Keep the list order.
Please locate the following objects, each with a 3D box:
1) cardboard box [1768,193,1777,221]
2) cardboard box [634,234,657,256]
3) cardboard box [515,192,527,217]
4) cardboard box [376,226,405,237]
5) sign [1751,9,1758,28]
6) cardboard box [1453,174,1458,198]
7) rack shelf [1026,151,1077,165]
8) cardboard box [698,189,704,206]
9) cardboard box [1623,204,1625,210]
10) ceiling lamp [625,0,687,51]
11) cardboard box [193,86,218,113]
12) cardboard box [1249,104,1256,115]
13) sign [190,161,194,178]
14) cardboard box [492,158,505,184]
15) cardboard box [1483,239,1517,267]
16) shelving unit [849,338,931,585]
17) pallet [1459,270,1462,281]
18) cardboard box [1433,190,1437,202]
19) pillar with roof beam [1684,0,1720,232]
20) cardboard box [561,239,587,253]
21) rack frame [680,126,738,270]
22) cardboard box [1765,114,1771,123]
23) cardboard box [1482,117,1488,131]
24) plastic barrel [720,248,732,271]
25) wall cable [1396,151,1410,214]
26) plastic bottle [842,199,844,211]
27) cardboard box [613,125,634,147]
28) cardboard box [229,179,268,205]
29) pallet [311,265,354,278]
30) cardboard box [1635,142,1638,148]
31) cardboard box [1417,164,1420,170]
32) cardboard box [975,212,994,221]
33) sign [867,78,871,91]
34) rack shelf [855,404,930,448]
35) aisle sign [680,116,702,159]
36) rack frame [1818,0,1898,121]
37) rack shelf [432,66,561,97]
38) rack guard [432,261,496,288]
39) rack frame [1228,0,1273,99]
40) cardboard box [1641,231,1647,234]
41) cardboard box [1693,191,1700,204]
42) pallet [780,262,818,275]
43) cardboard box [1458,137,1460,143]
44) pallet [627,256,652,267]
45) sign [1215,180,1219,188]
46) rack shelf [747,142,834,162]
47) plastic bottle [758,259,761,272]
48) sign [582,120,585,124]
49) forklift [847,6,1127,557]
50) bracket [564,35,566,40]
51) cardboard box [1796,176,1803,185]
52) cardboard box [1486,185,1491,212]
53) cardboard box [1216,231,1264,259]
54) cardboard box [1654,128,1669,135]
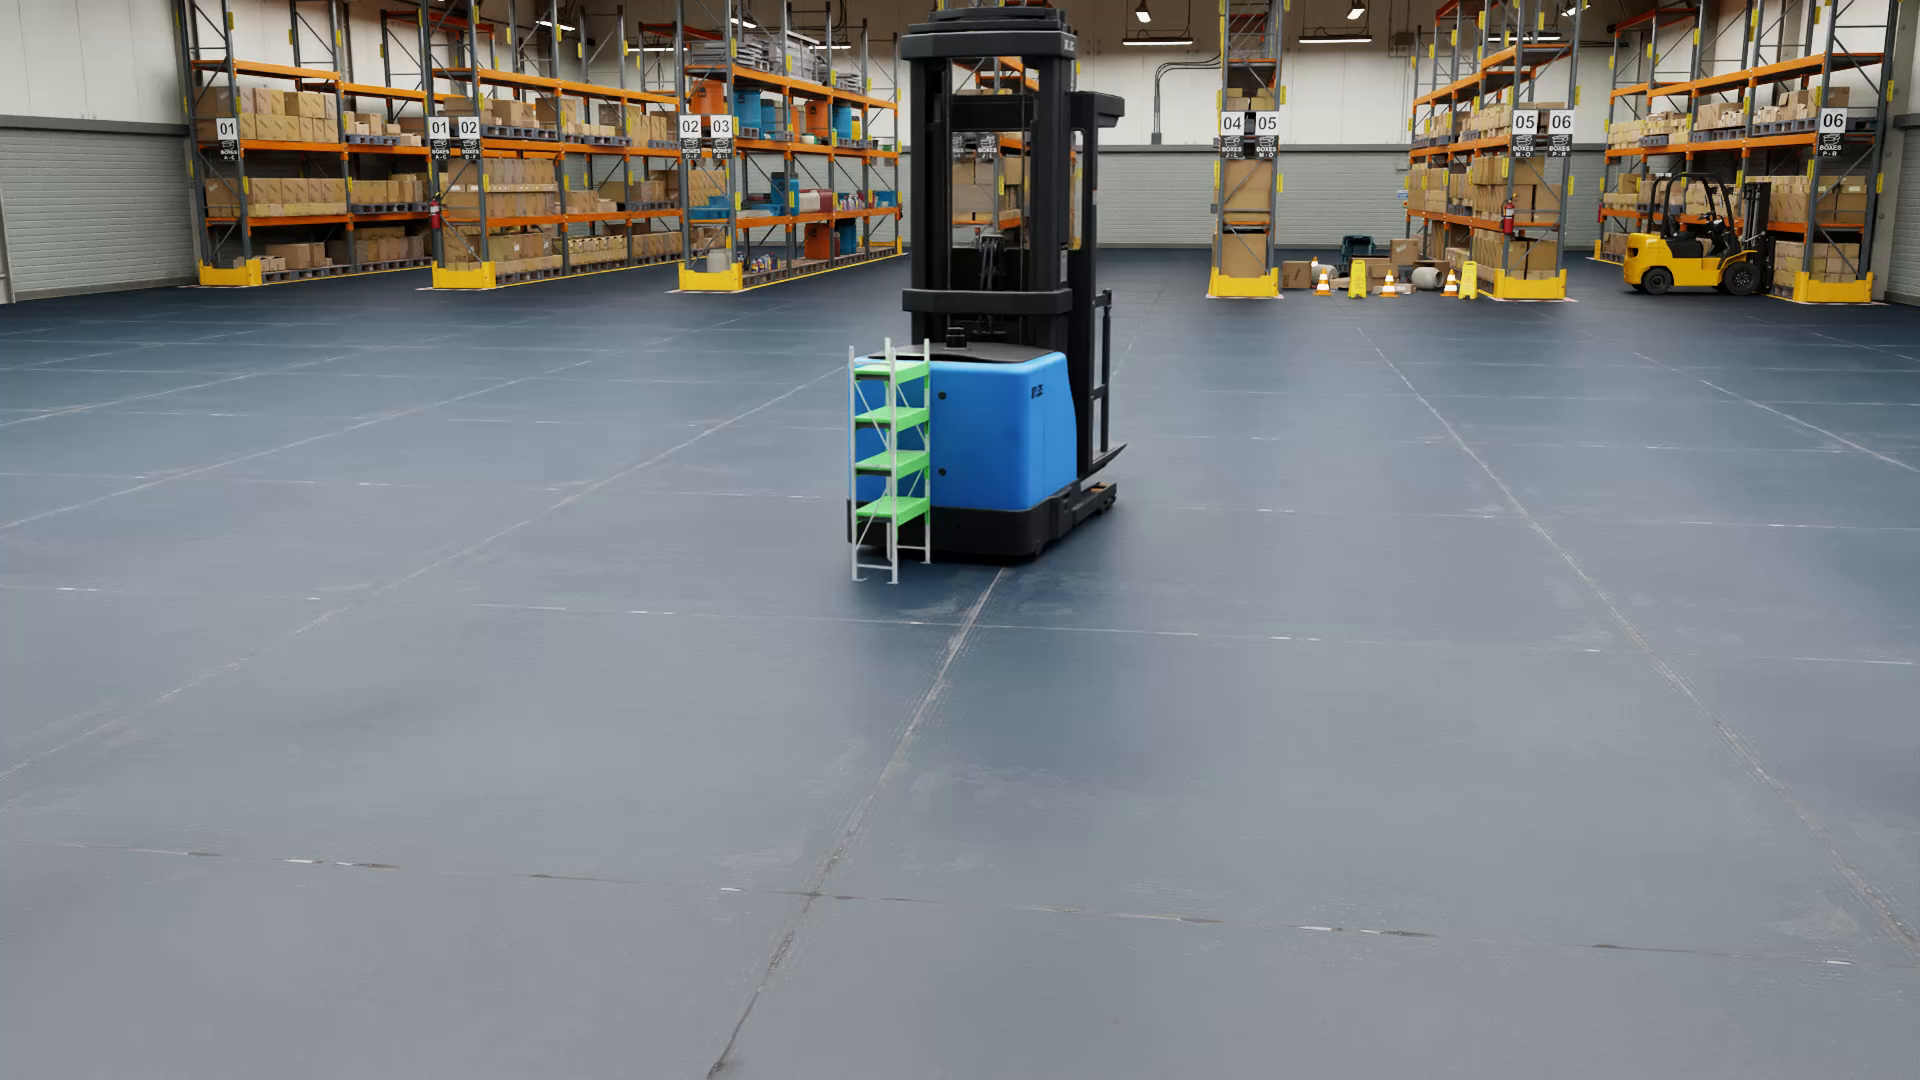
[{"bbox_3d":[14.957,-6.034,30.133,0.500,0.500,0.500,2,12,9],"label":"cardboard box"},{"bbox_3d":[-7.839,-7.315,41.203,0.500,0.500,0.500,2,12,8],"label":"cardboard box"},{"bbox_3d":[-9.259,-6.825,33.806,0.700,0.500,0.500,2,12,10],"label":"cardboard box"},{"bbox_3d":[-13.452,-7.274,39.234,0.500,0.250,0.500,2,12,10],"label":"cardboard box"},{"bbox_3d":[14.984,-9.830,31.341,0.100,0.325,0.005,2,12,9],"label":"sign"},{"bbox_3d":[10.861,-7.584,35.626,0.500,0.500,0.500,3,12,12],"label":"cardboard box"},{"bbox_3d":[2.363,-10.064,43.662,1.077,0.370,4.000,2,12,9],"label":"rack shelf"},{"bbox_3d":[-7.231,-9.212,44.882,0.500,0.500,0.500,2,12,8],"label":"cardboard box"},{"bbox_3d":[16.807,-8.325,41.598,0.380,0.149,0.250,2,12,9],"label":"cardboard box"},{"bbox_3d":[-9.105,-16.111,49.034,2.000,3.185,0.800,2,12,9],"label":"ceiling lamp"},{"bbox_3d":[-14.666,-8.629,32.635,0.500,0.500,0.500,2,12,11],"label":"cardboard box"},{"bbox_3d":[5.576,-7.949,30.555,0.500,0.250,0.500,2,12,8],"label":"cardboard box"},{"bbox_3d":[-15.019,-7.260,32.561,0.100,0.325,0.005,2,12,9],"label":"sign"},{"bbox_3d":[-9.410,-7.258,32.734,0.700,0.500,0.500,2,12,7],"label":"cardboard box"},{"bbox_3d":[10.028,-5.331,30.860,0.500,0.500,0.500,2,12,7],"label":"cardboard box"},{"bbox_3d":[-0.356,-0.417,8.582,0.258,1.200,0.503,4,13,19],"label":"shelving unit"},{"bbox_3d":[10.735,-5.346,33.799,1.003,0.211,1.213,2,12,9],"label":"pallet"},{"bbox_3d":[11.269,-7.982,38.581,0.500,0.250,0.500,2,12,7],"label":"cardboard box"},{"bbox_3d":[13.496,-11.240,40.290,9.100,9.000,0.548,2,12,9],"label":"pillar with roof beam"},{"bbox_3d":[-8.571,-6.507,36.766,0.500,0.311,0.500,2,12,8],"label":"cardboard box"},{"bbox_3d":[-4.685,-6.196,31.124,1.000,3.000,0.127,2,12,9],"label":"rack frame"},{"bbox_3d":[15.035,-7.741,30.536,0.380,0.149,0.250,2,12,10],"label":"cardboard box"},{"bbox_3d":[10.208,-7.895,31.538,0.500,0.250,0.500,2,12,8],"label":"cardboard box"},{"bbox_3d":[-4.582,-5.429,32.473,0.421,0.512,0.421,0,12,0],"label":"plastic barrel"},{"bbox_3d":[13.306,-10.732,49.684,0.585,1.953,0.123,2,12,9],"label":"wall cable"},{"bbox_3d":[-2.846,-8.123,40.342,0.061,0.283,0.133,2,12,9],"label":"plastic bottle"},{"bbox_3d":[-8.314,-9.630,39.699,0.910,0.500,0.500,2,12,9],"label":"cardboard box"},{"bbox_3d":[-14.103,-6.910,32.964,0.500,0.500,0.500,2,12,9],"label":"cardboard box"},{"bbox_3d":[-13.927,-5.846,36.117,1.003,0.211,1.213,2,12,9],"label":"pallet"},{"bbox_3d":[16.606,-9.587,40.334,0.380,0.149,0.250,2,12,11],"label":"cardboard box"},{"bbox_3d":[11.854,-9.513,42.367,0.380,0.149,0.250,2,12,7],"label":"cardboard box"},{"bbox_3d":[0.489,-5.964,30.645,0.380,0.149,0.250,2,12,9],"label":"cardboard box"},{"bbox_3d":[-2.296,-11.506,42.020,0.100,0.325,0.005,2,12,9],"label":"sign"},{"bbox_3d":[-0.356,-0.590,8.545,0.258,0.148,0.480,4,13,19],"label":"rack shelf"},{"bbox_3d":[-4.989,-7.461,30.825,0.394,0.787,0.004,2,12,9],"label":"aisle sign"},{"bbox_3d":[14.907,-8.487,27.514,1.000,3.000,0.127,2,12,9],"label":"rack frame"},{"bbox_3d":[-9.271,-9.159,33.290,1.077,0.370,4.000,2,12,9],"label":"rack shelf"},{"bbox_3d":[-9.582,-5.130,32.112,1.175,0.500,0.348,2,12,9],"label":"rack guard"},{"bbox_3d":[6.325,-10.452,36.631,1.000,3.000,0.127,2,12,9],"label":"rack frame"},{"bbox_3d":[16.434,-7.287,39.582,0.380,0.149,0.250,2,12,11],"label":"cardboard box"},{"bbox_3d":[15.749,-7.202,34.962,0.500,0.250,0.500,2,12,10],"label":"cardboard box"},{"bbox_3d":[-3.802,-6.085,37.227,1.003,0.211,1.213,2,12,9],"label":"pallet"},{"bbox_3d":[11.015,-8.663,36.048,0.380,0.149,0.250,2,12,9],"label":"cardboard box"},{"bbox_3d":[-8.196,-6.814,40.609,1.003,0.211,1.213,2,12,9],"label":"pallet"},{"bbox_3d":[5.172,-7.229,33.358,0.100,0.325,0.005,2,12,9],"label":"sign"},{"bbox_3d":[-3.762,-8.560,36.679,1.077,0.370,4.000,2,12,9],"label":"rack shelf"},{"bbox_3d":[-4.045,-5.516,33.400,0.097,0.271,0.097,0,12,0],"label":"plastic bottle"},{"bbox_3d":[-8.884,-9.760,39.312,0.100,0.325,0.005,2,12,9],"label":"sign"},{"bbox_3d":[0.343,-1.610,10.005,1.130,2.935,3.031,4,13,19],"label":"forklift"},{"bbox_3d":[-12.038,-15.205,50.142,0.235,0.232,0.430,2,12,9],"label":"bracket"},{"bbox_3d":[14.774,-6.255,28.914,0.380,0.149,0.250,2,12,10],"label":"cardboard box"},{"bbox_3d":[10.071,-6.344,30.865,0.500,0.500,0.500,2,12,9],"label":"cardboard box"},{"bbox_3d":[5.267,-5.347,31.230,0.875,0.875,0.875,2,12,8],"label":"cardboard box"},{"bbox_3d":[16.159,-9.388,38.177,0.380,0.149,0.250,2,12,8],"label":"cardboard box"}]
